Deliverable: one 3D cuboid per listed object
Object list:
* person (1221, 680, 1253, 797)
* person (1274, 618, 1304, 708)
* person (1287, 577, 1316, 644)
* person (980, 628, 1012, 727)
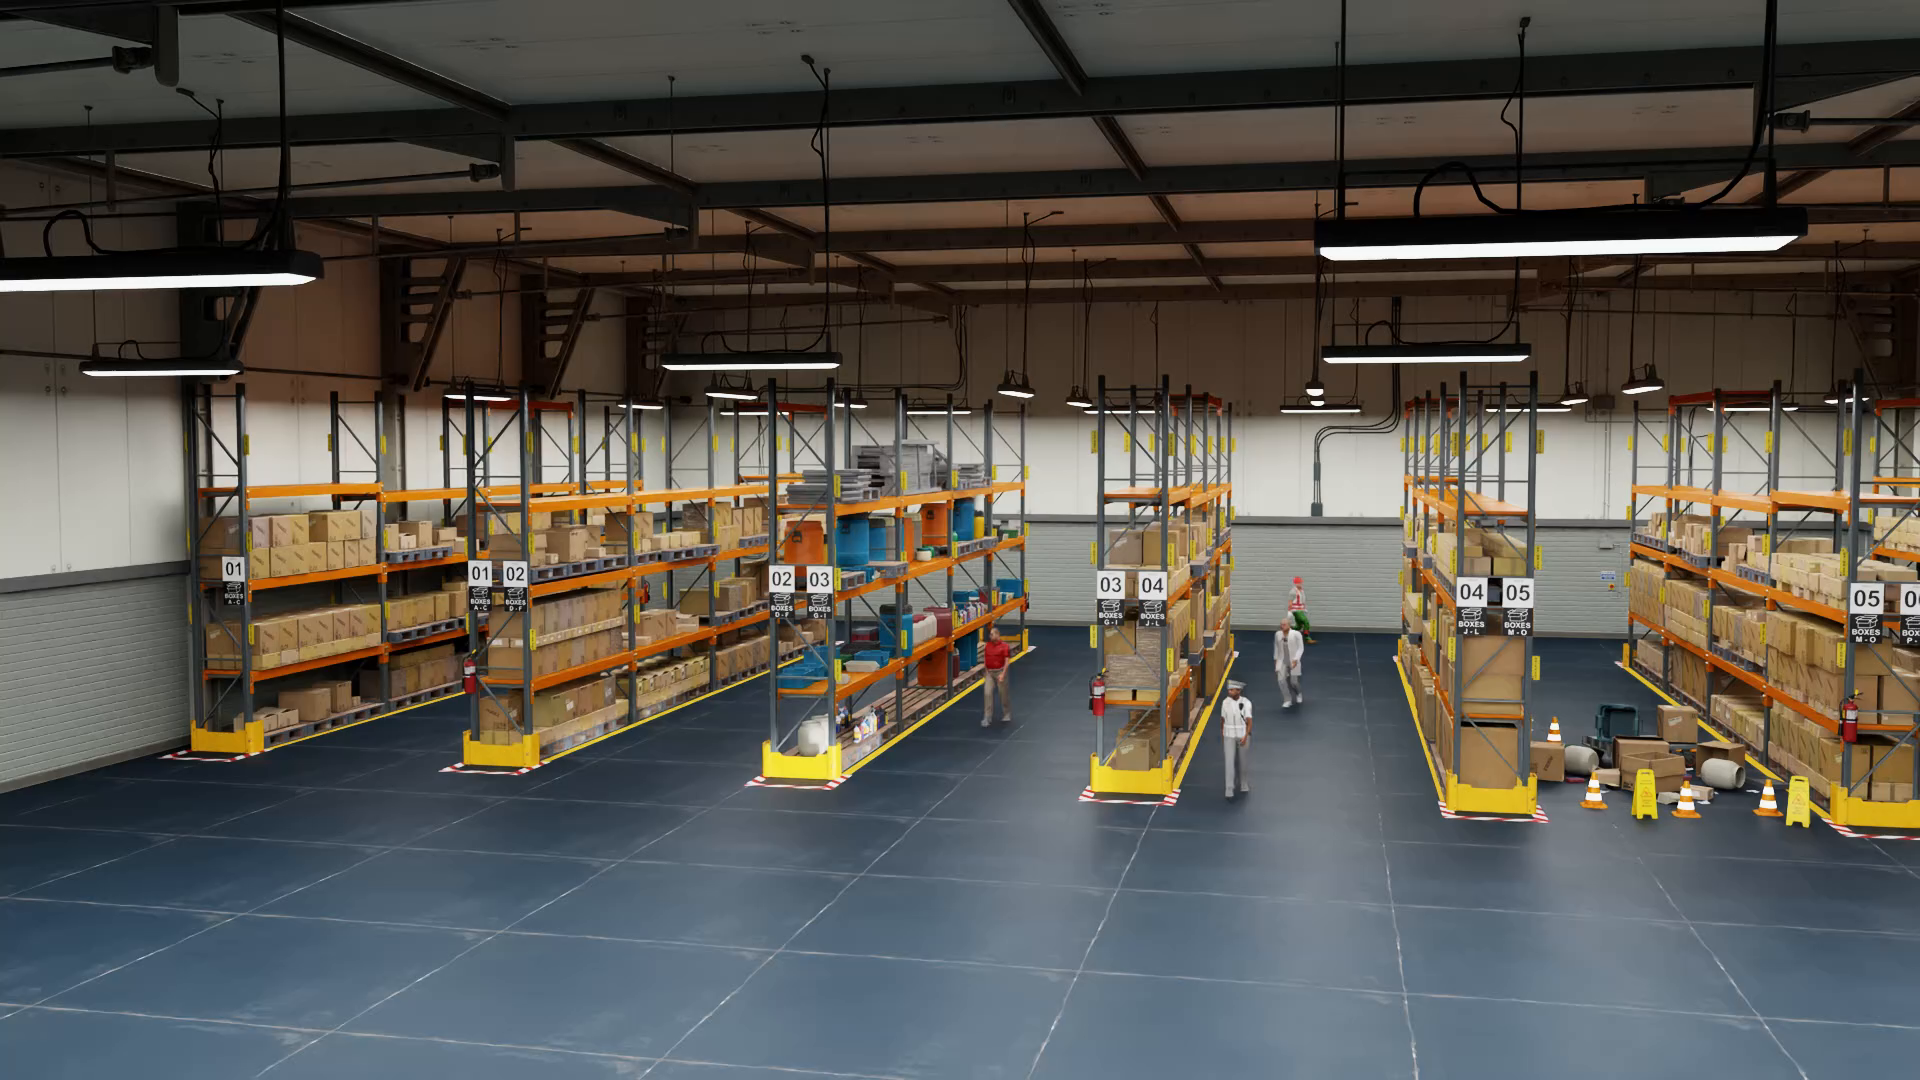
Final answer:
[{"bbox_3d":[3.917,2.815,23.632,0.467,1.627,0.951,1,3,17],"label":"person"},{"bbox_3d":[6.317,2.335,31.957,0.620,1.695,0.848,2,4,27],"label":"person"},{"bbox_3d":[8.542,1.766,41.965,1.037,1.675,0.548,3,4,39],"label":"person"},{"bbox_3d":[0.624,2.439,29.813,0.572,1.717,0.855,2,4,30],"label":"person"}]
